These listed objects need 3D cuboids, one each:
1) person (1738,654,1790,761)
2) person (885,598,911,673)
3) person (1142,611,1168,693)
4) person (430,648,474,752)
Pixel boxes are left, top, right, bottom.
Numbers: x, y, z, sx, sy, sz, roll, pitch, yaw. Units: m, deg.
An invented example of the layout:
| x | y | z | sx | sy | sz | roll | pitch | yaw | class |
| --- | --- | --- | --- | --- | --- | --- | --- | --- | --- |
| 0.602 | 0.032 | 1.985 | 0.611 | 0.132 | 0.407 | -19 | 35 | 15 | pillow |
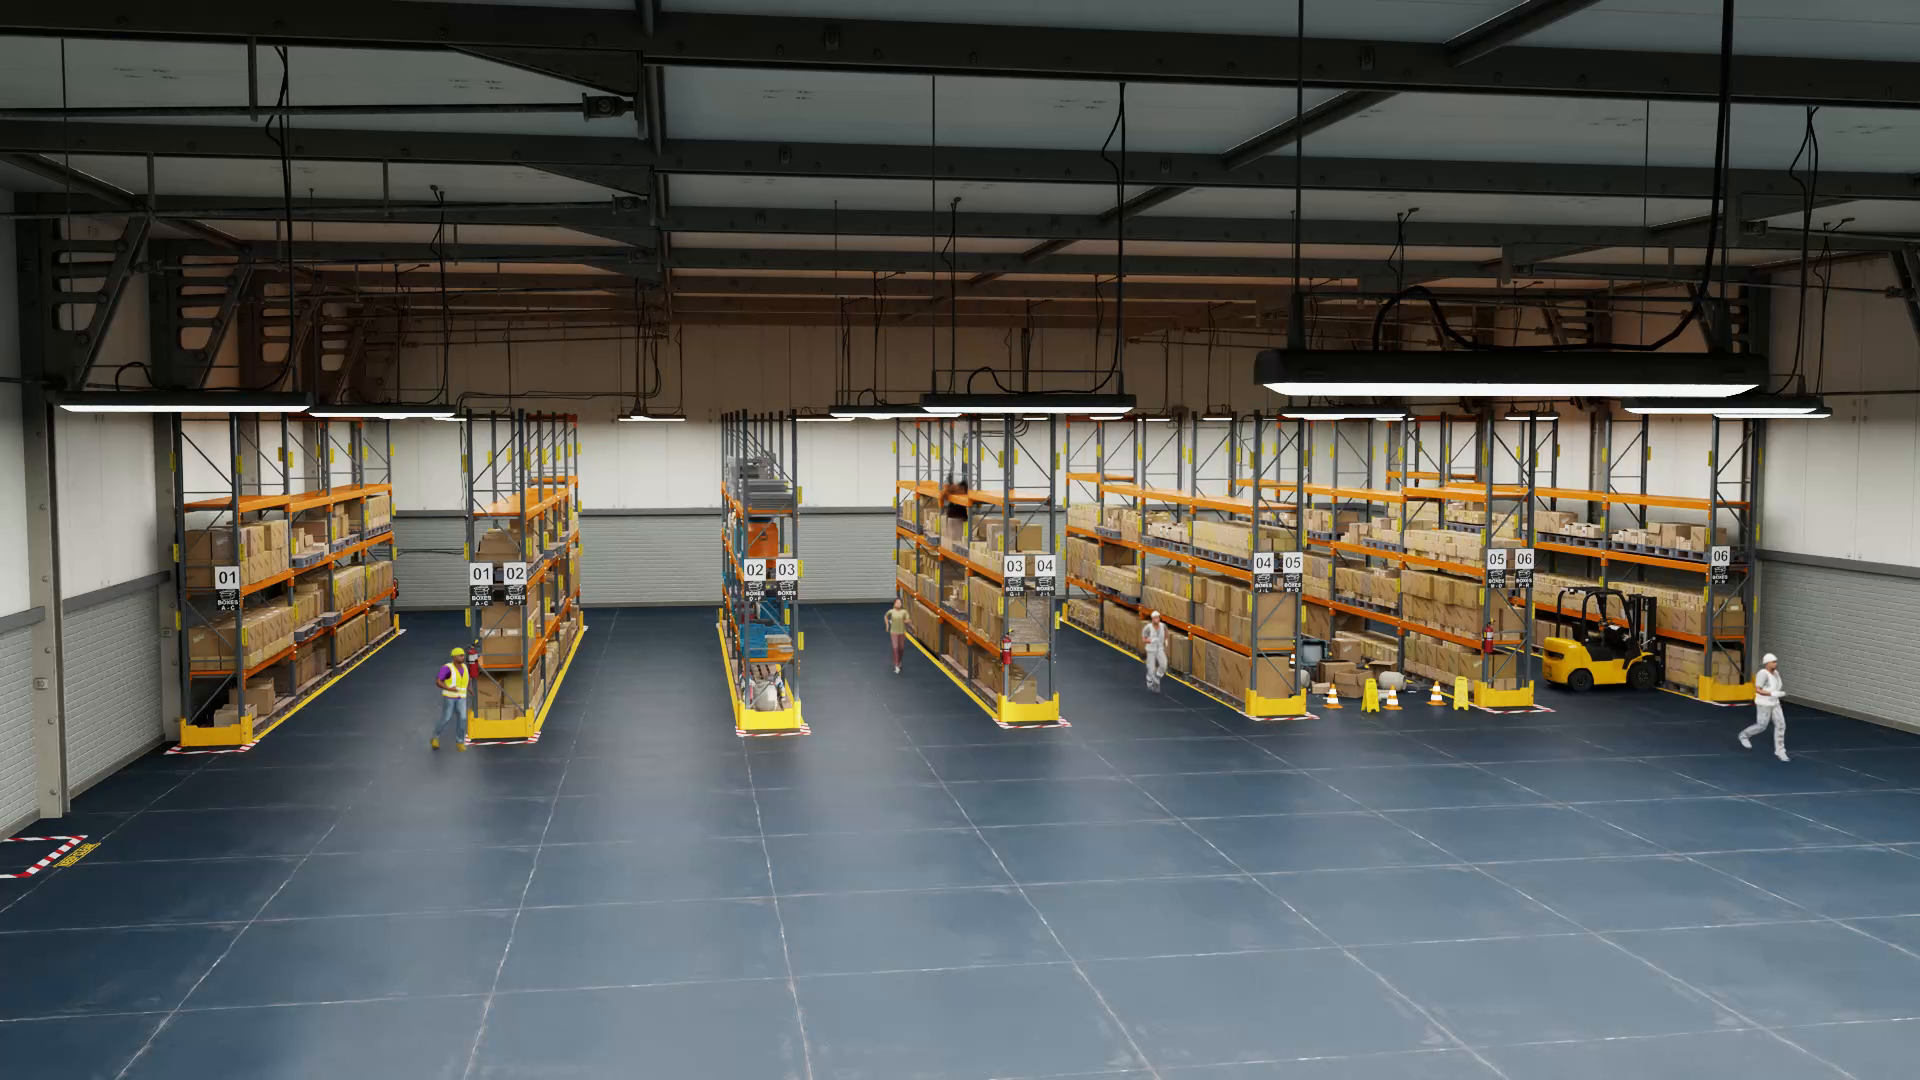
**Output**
| x | y | z | sx | sy | sz | roll | pitch | yaw | class |
| --- | --- | --- | --- | --- | --- | --- | --- | --- | --- |
| 13.849 | 2.855 | 28.592 | 0.715 | 1.829 | 0.948 | -3 | 5 | -35 | person |
| -1.429 | 2.177 | 38.499 | 0.568 | 1.677 | 0.942 | -1 | 4 | -11 | person |
| 4.148 | 2.368 | 35.228 | 0.696 | 1.748 | 0.810 | -1 | 4 | -17 | person |
| -8.870 | 2.791 | 29.292 | 0.855 | 1.774 | 0.766 | 3 | 5 | 38 | person |
